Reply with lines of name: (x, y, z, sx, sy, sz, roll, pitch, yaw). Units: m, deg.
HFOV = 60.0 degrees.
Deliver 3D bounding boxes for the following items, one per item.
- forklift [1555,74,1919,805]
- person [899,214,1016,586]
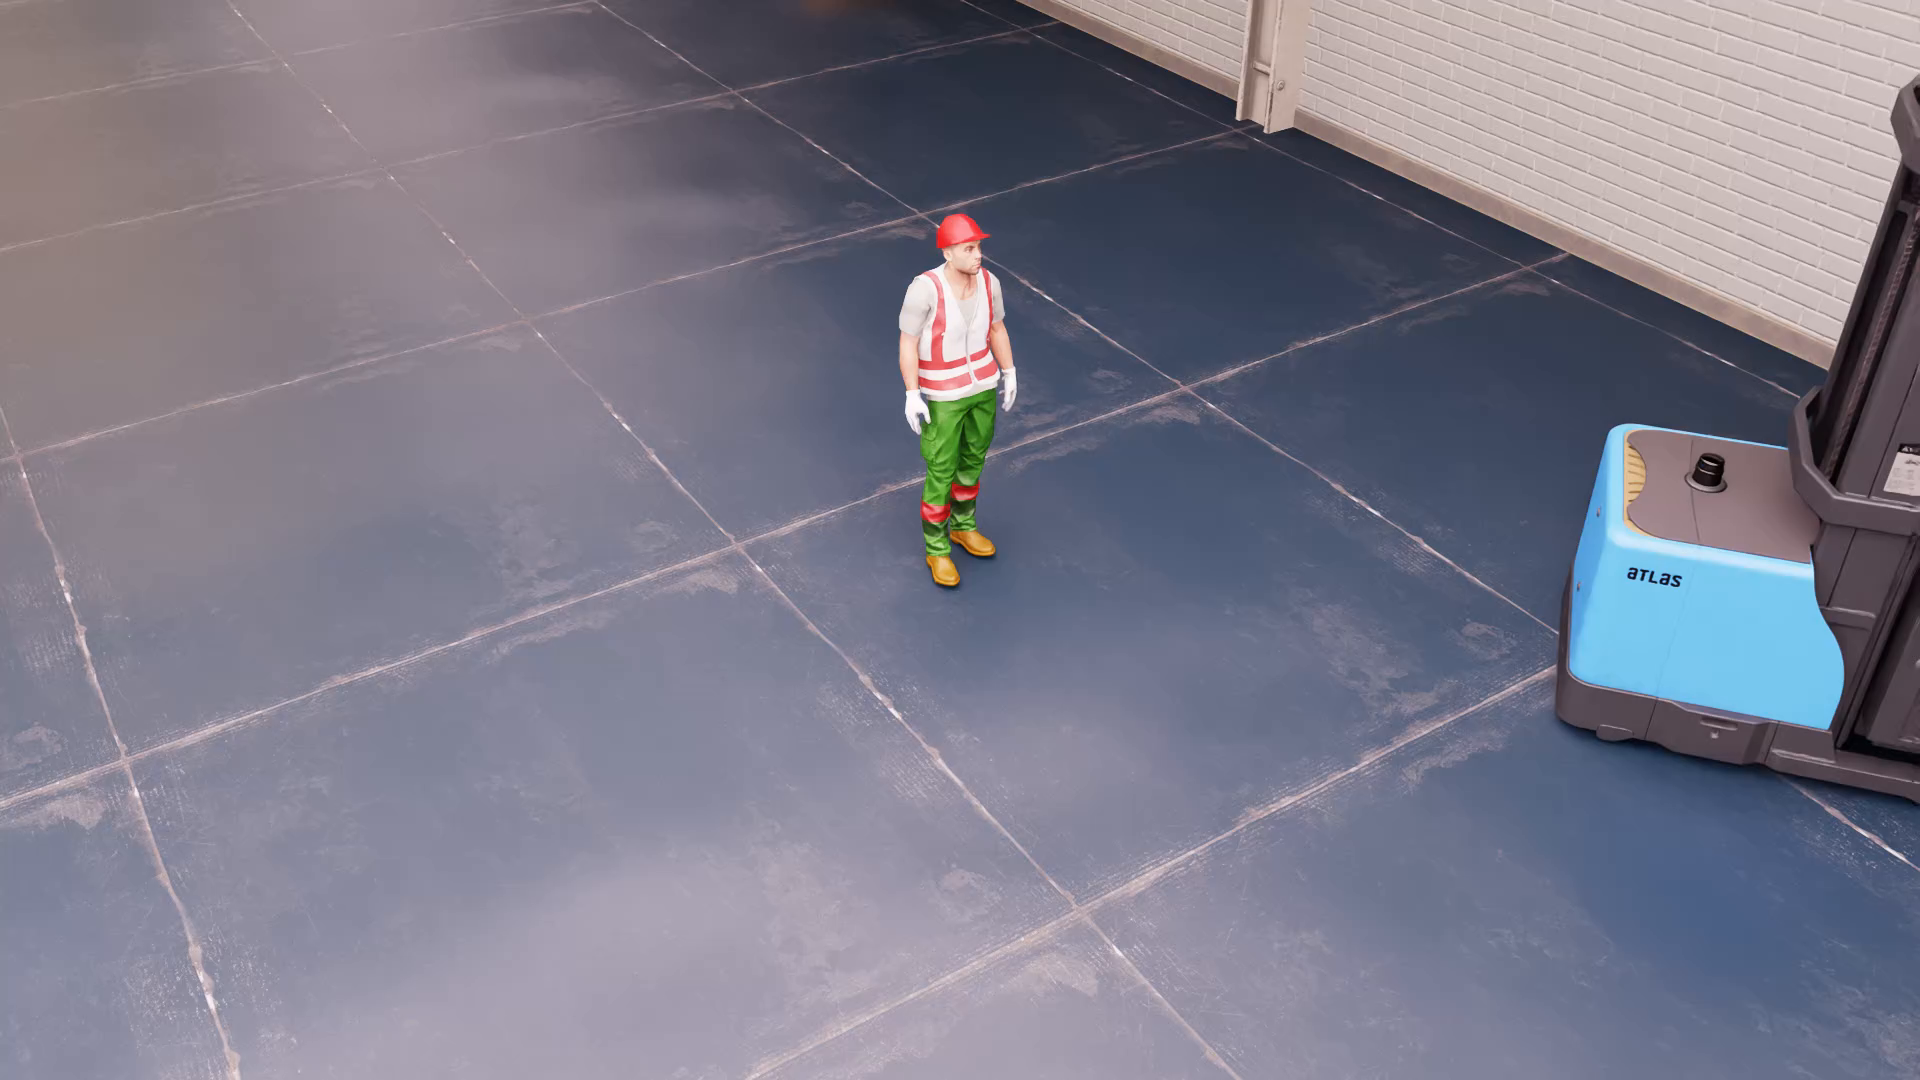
forklift: (4.253, -0.339, 6.631, 3.031, 2.935, 1.130, 11, 37, 15)
person: (0.035, -0.695, 8.119, 0.638, 1.789, 0.562, -21, 40, -27)
